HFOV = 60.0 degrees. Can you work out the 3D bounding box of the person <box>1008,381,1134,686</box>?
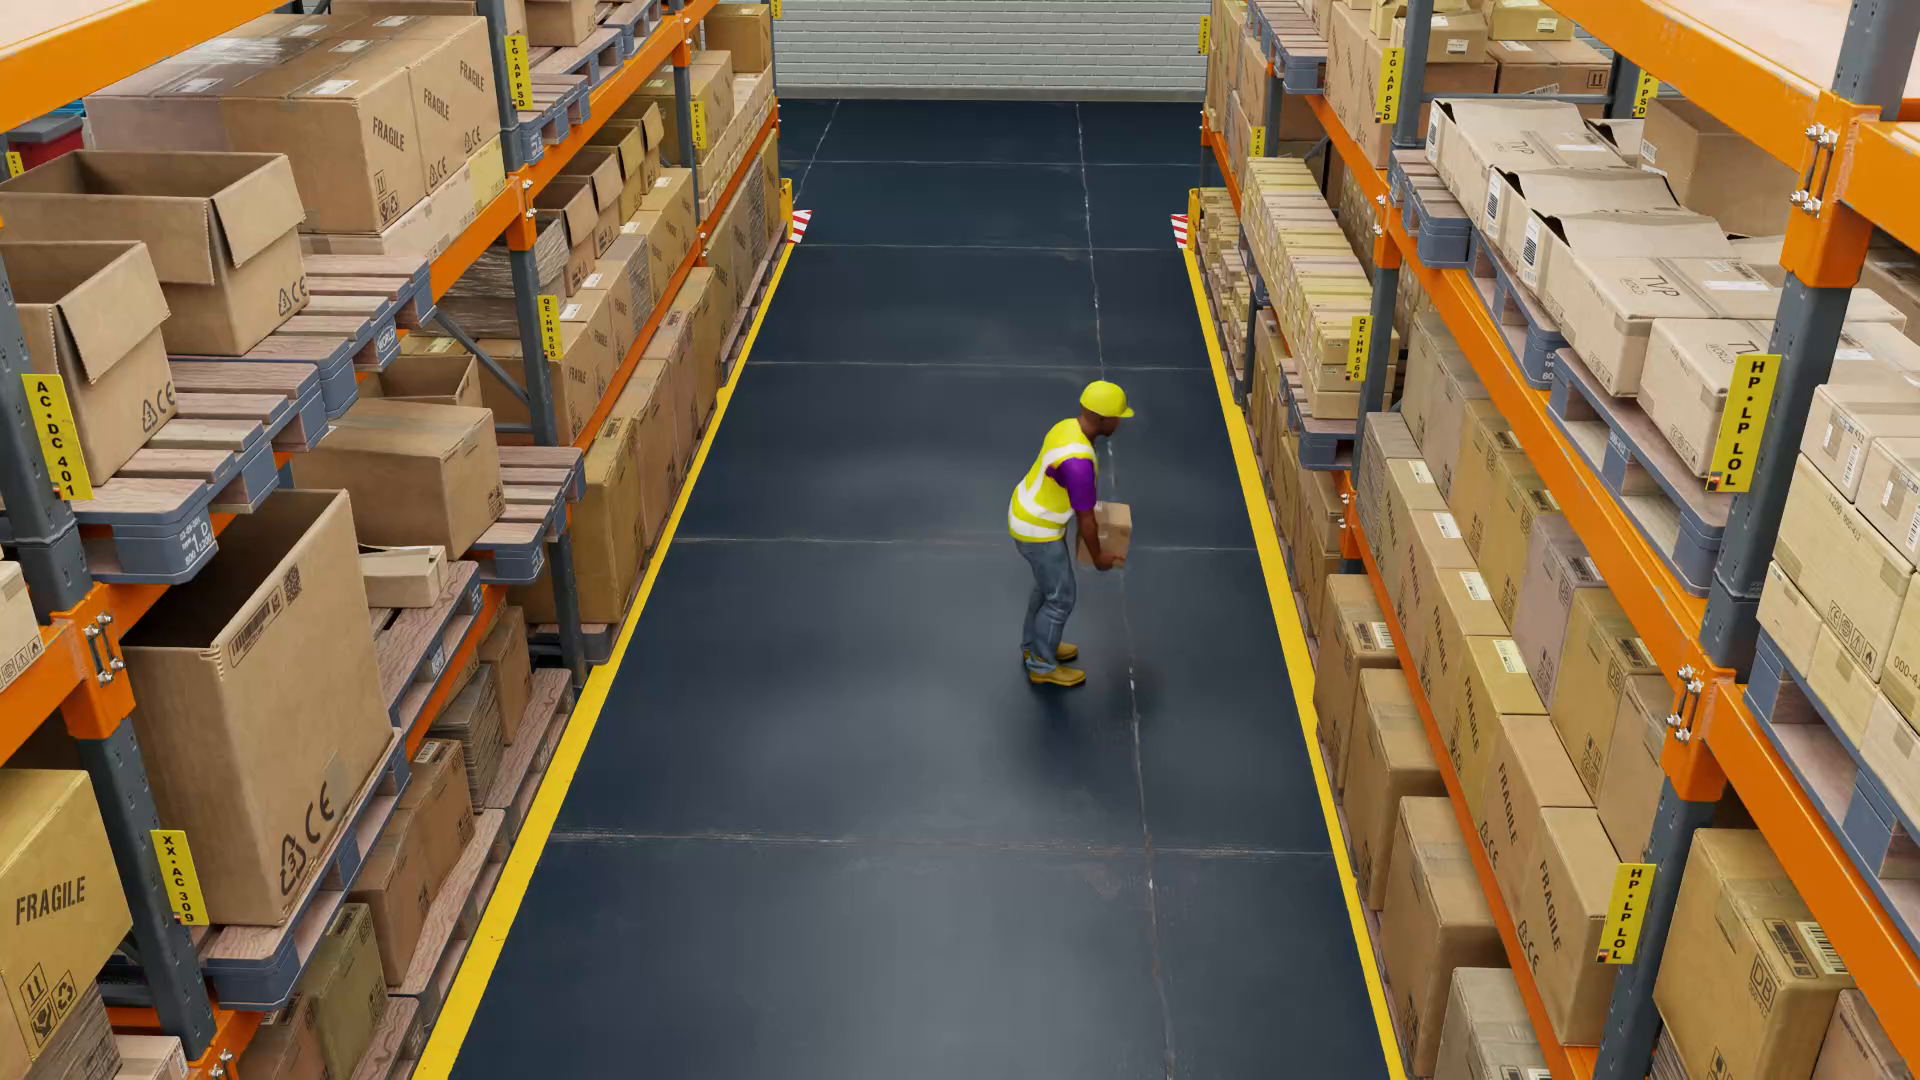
[{"bbox_3d":[0.568,-0.048,8.761,0.633,1.695,0.488,0,28,1],"label":"person"}]
